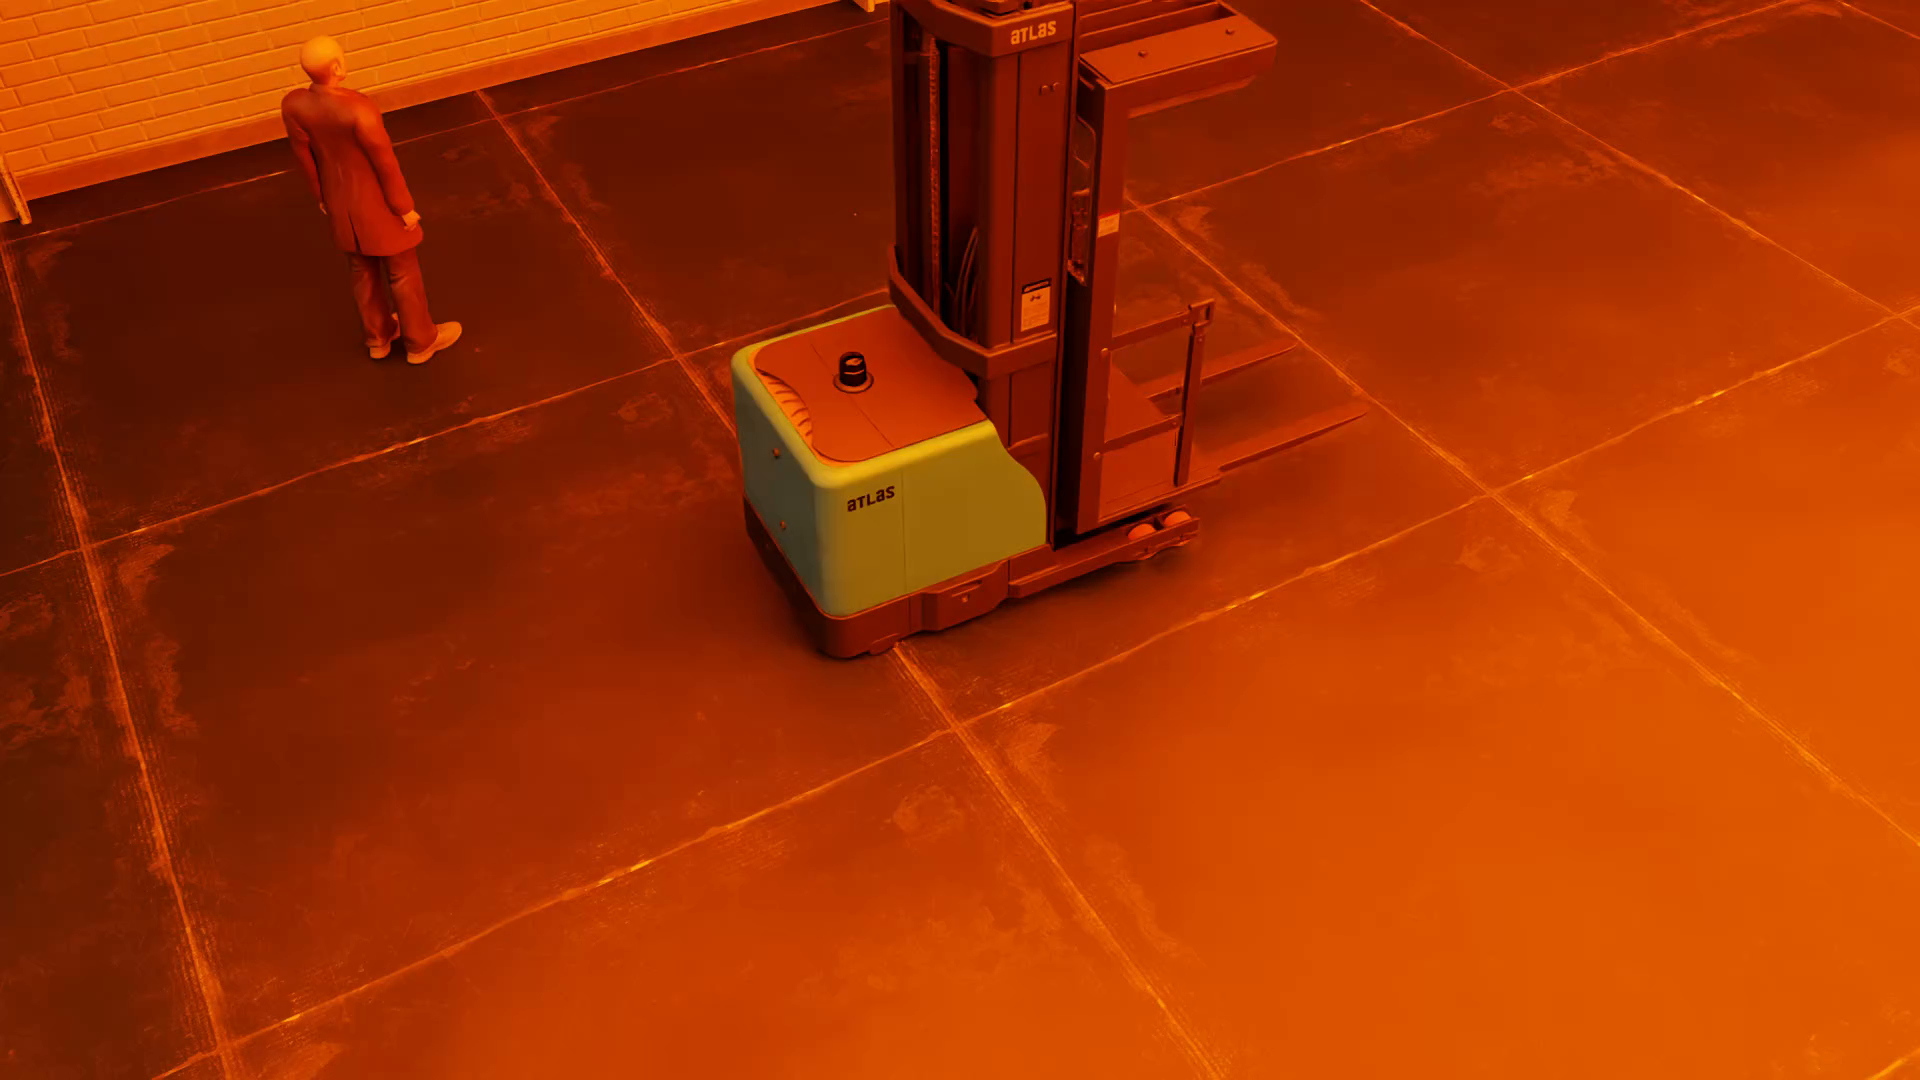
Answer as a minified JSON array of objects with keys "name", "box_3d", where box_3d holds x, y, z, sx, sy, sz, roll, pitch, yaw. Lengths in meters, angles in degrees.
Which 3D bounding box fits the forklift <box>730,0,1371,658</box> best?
[{"name":"forklift","box_3d":[0.541,-1.282,7.080,3.031,2.935,1.130,-20,46,-20]}]

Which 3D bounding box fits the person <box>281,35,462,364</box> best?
[{"name":"person","box_3d":[-2.987,-1.720,8.397,0.572,1.783,0.385,12,44,13]}]
